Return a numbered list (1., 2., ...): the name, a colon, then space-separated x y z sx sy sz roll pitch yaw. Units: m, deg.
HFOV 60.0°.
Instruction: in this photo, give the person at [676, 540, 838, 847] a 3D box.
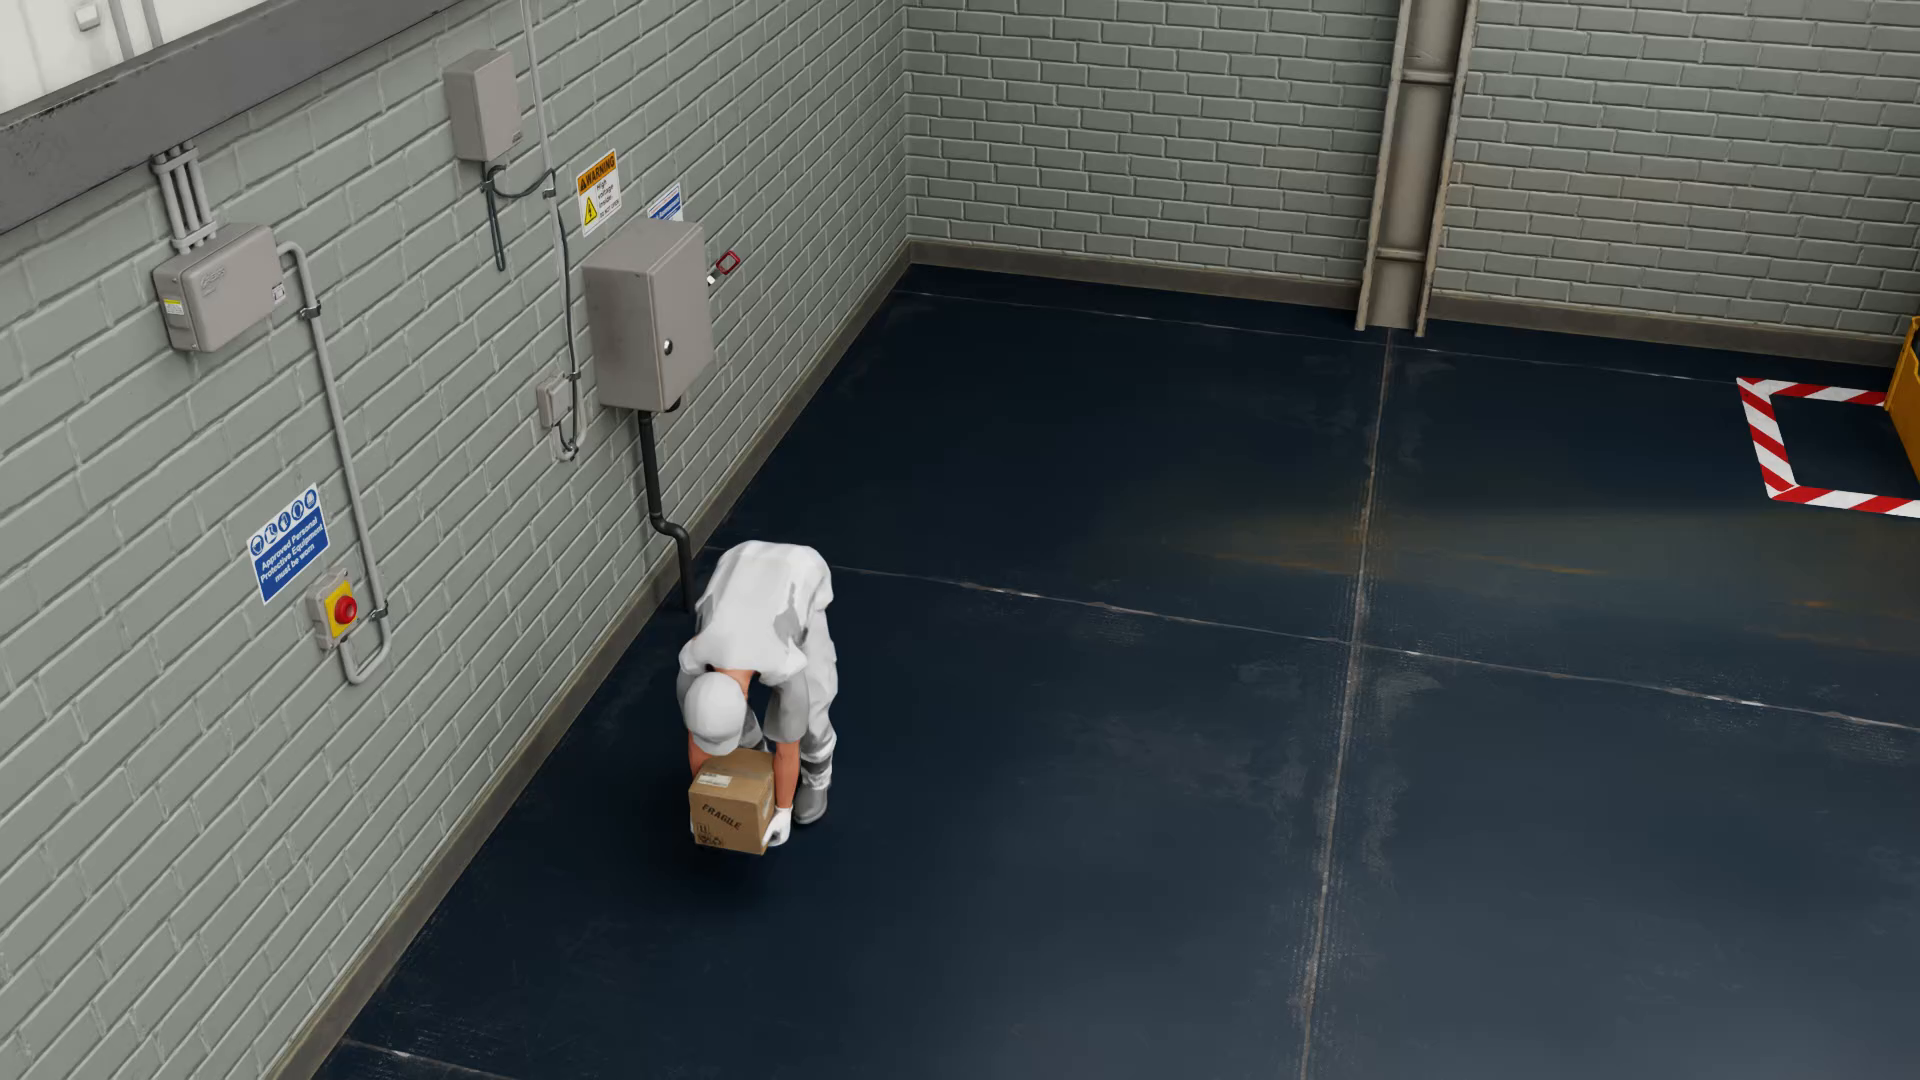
1. person: -0.718 0.617 5.809 0.514 1.072 0.963 7 33 10
